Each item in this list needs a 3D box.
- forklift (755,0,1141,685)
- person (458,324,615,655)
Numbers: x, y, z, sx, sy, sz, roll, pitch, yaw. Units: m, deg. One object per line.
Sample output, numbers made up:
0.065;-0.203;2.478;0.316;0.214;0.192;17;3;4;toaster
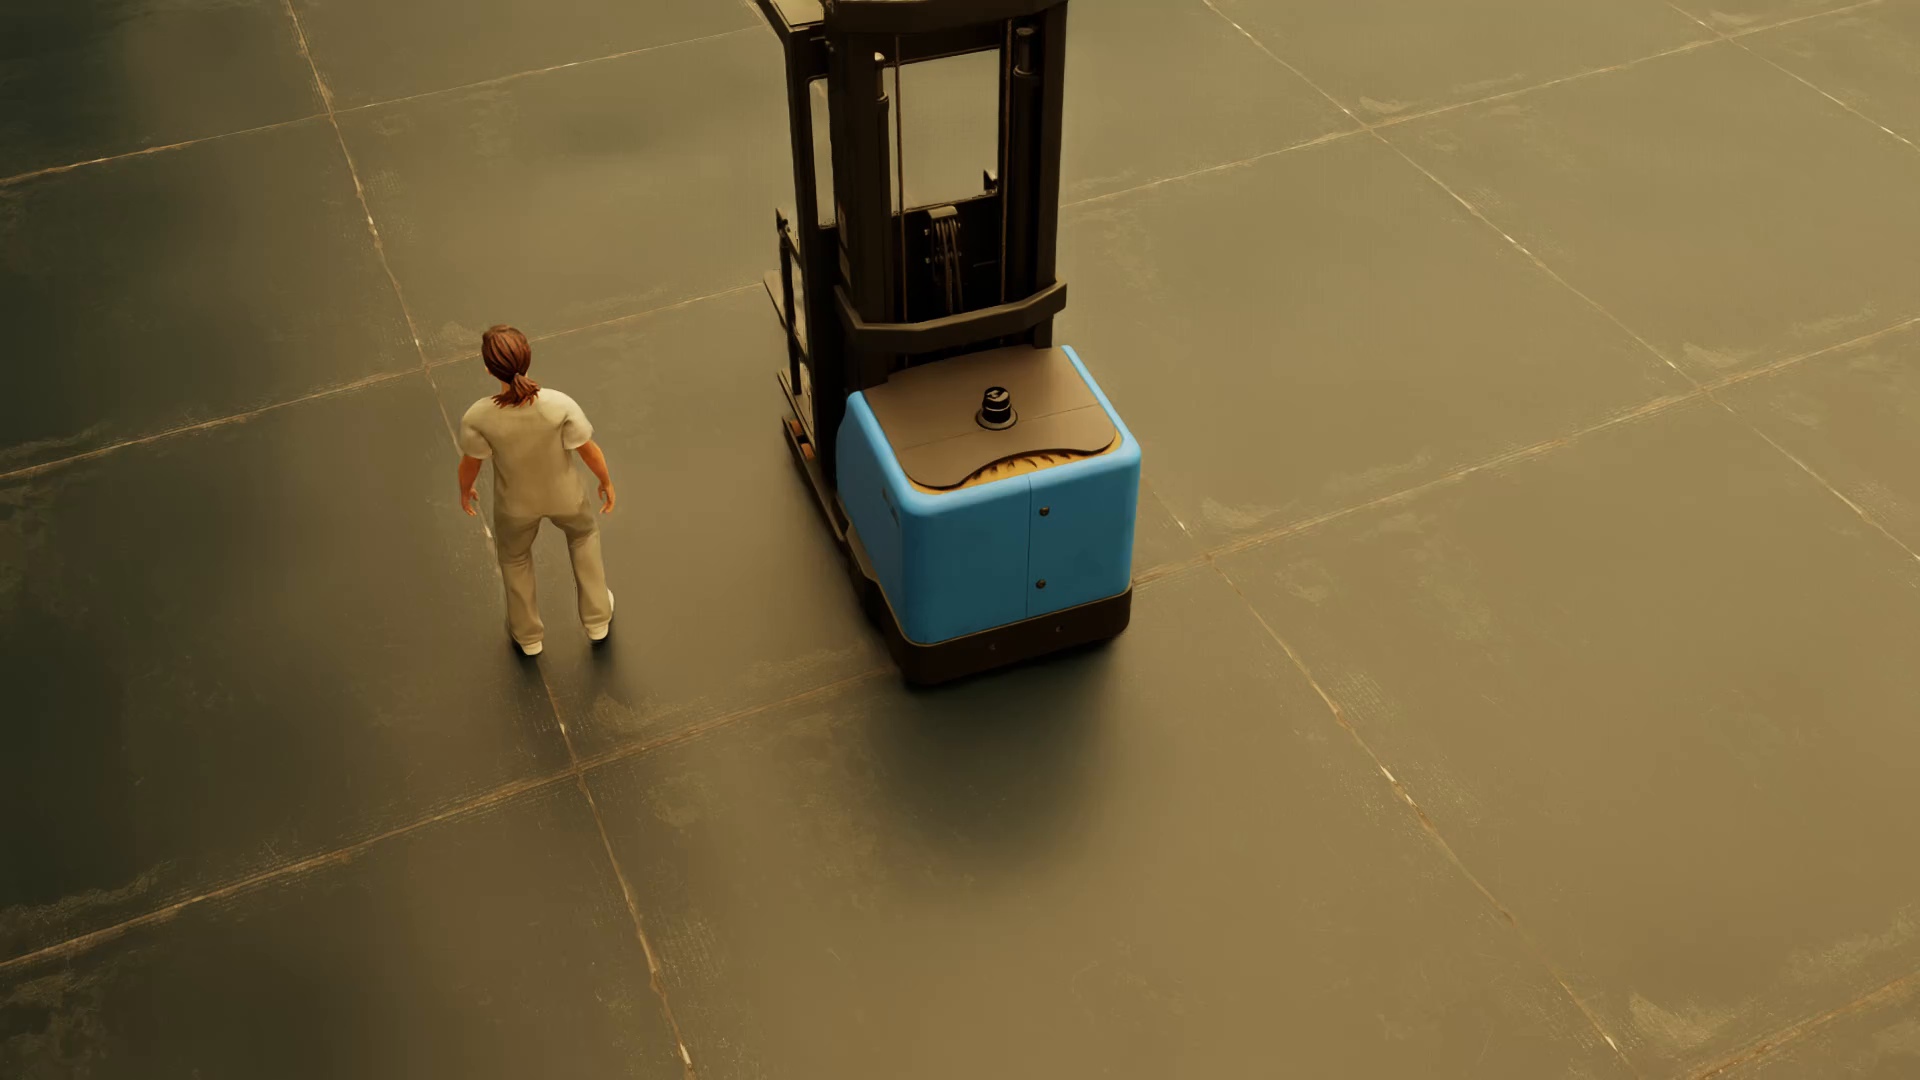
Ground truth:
-0.237;-1.475;7.261;1.130;2.935;3.031;-14;45;-15;forklift
-1.732;-0.192;6.817;0.613;1.660;0.405;-10;44;-11;person
